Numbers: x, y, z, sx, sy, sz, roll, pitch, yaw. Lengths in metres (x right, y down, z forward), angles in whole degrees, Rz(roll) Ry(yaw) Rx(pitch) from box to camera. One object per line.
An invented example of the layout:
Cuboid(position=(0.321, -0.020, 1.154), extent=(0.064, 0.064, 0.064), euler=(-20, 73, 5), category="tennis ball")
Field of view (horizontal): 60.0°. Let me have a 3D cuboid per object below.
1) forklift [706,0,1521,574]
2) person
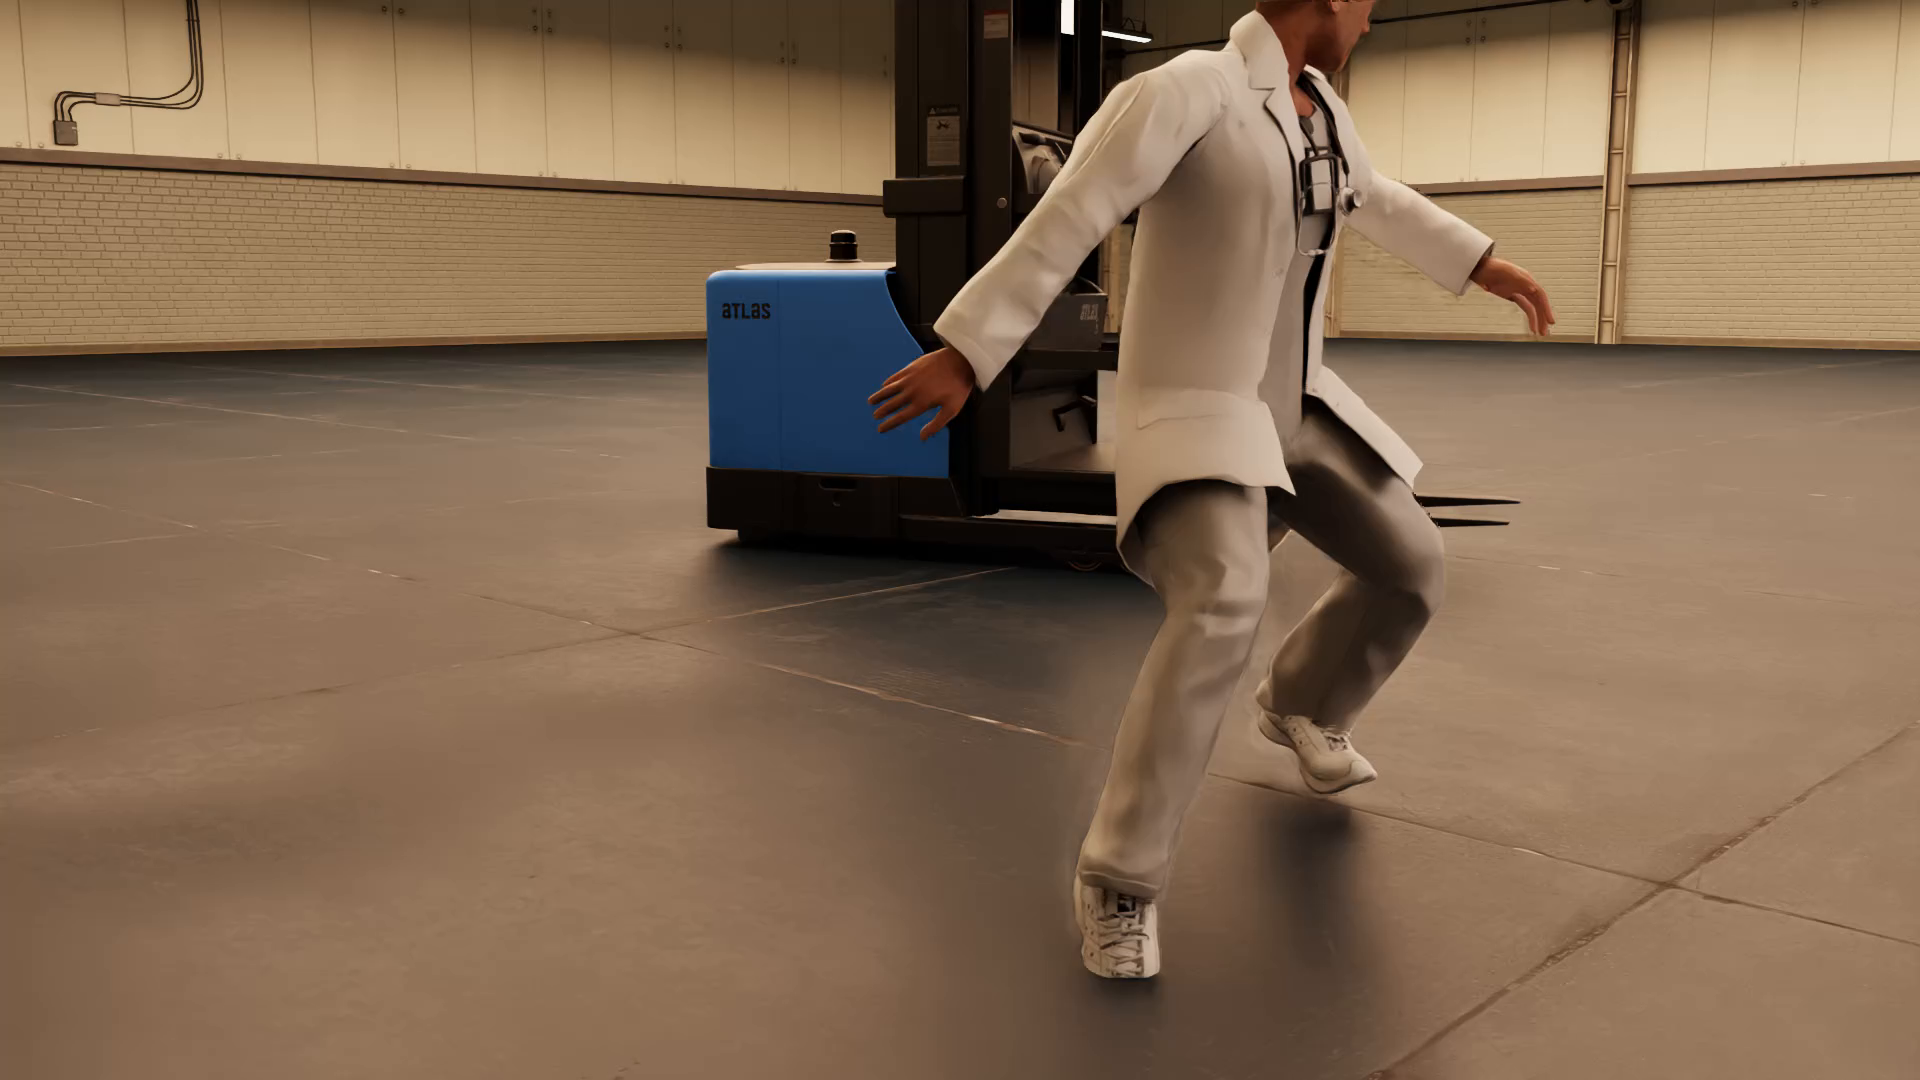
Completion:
Cuboid(position=(0.565, -1.416, 6.275), extent=(3.031, 2.935, 1.130), euler=(3, 9, 22), category="forklift")
Cuboid(position=(0.461, -0.170, 2.814), extent=(1.156, 1.728, 0.592), euler=(-8, 12, -42), category="person")
